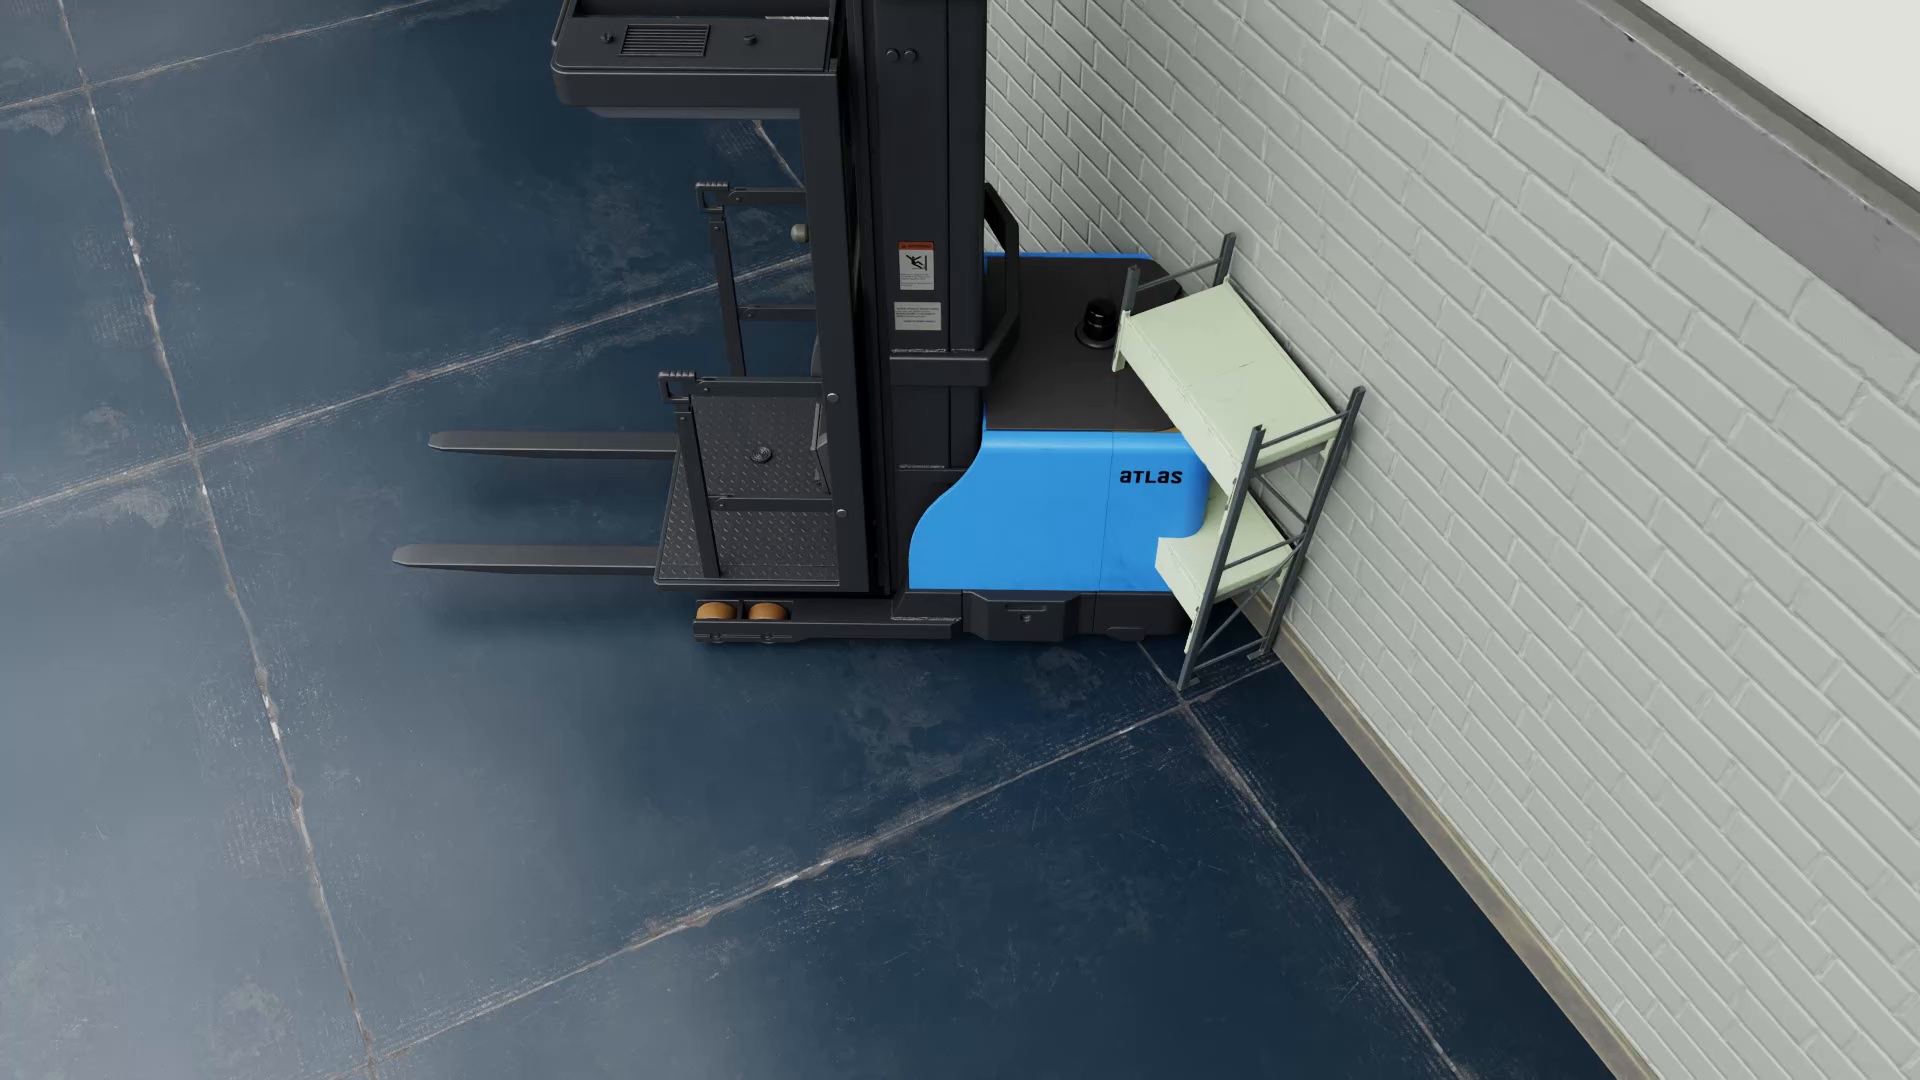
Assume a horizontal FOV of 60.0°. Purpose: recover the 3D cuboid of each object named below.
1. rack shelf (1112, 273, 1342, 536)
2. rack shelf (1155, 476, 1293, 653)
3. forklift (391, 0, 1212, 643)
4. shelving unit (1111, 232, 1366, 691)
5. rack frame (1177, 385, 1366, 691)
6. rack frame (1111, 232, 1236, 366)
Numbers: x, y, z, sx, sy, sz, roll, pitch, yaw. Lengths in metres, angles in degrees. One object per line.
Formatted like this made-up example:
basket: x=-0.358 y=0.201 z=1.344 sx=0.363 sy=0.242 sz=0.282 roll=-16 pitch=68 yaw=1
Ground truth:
rack shelf: x=0.871 y=-0.453 z=5.483 sx=0.431 sy=0.370 sz=0.720 roll=-21 pitch=58 yaw=-17
rack shelf: x=0.839 y=-0.033 z=6.062 sx=0.431 sy=0.370 sz=0.720 roll=-21 pitch=58 yaw=-17
forklift: x=-0.630 y=-0.973 z=5.546 sx=3.031 sy=2.935 sz=1.130 roll=1 pitch=49 yaw=1
shelving unit: x=0.853 y=-0.224 z=5.798 sx=0.431 sy=1.500 sz=0.755 roll=-21 pitch=58 yaw=-17
rack frame: x=1.020 y=0.044 z=5.613 sx=0.400 sy=1.500 sz=0.023 roll=-21 pitch=58 yaw=-17
rack frame: x=0.687 y=-0.493 z=5.983 sx=0.400 sy=1.500 sz=0.023 roll=-21 pitch=58 yaw=-17
